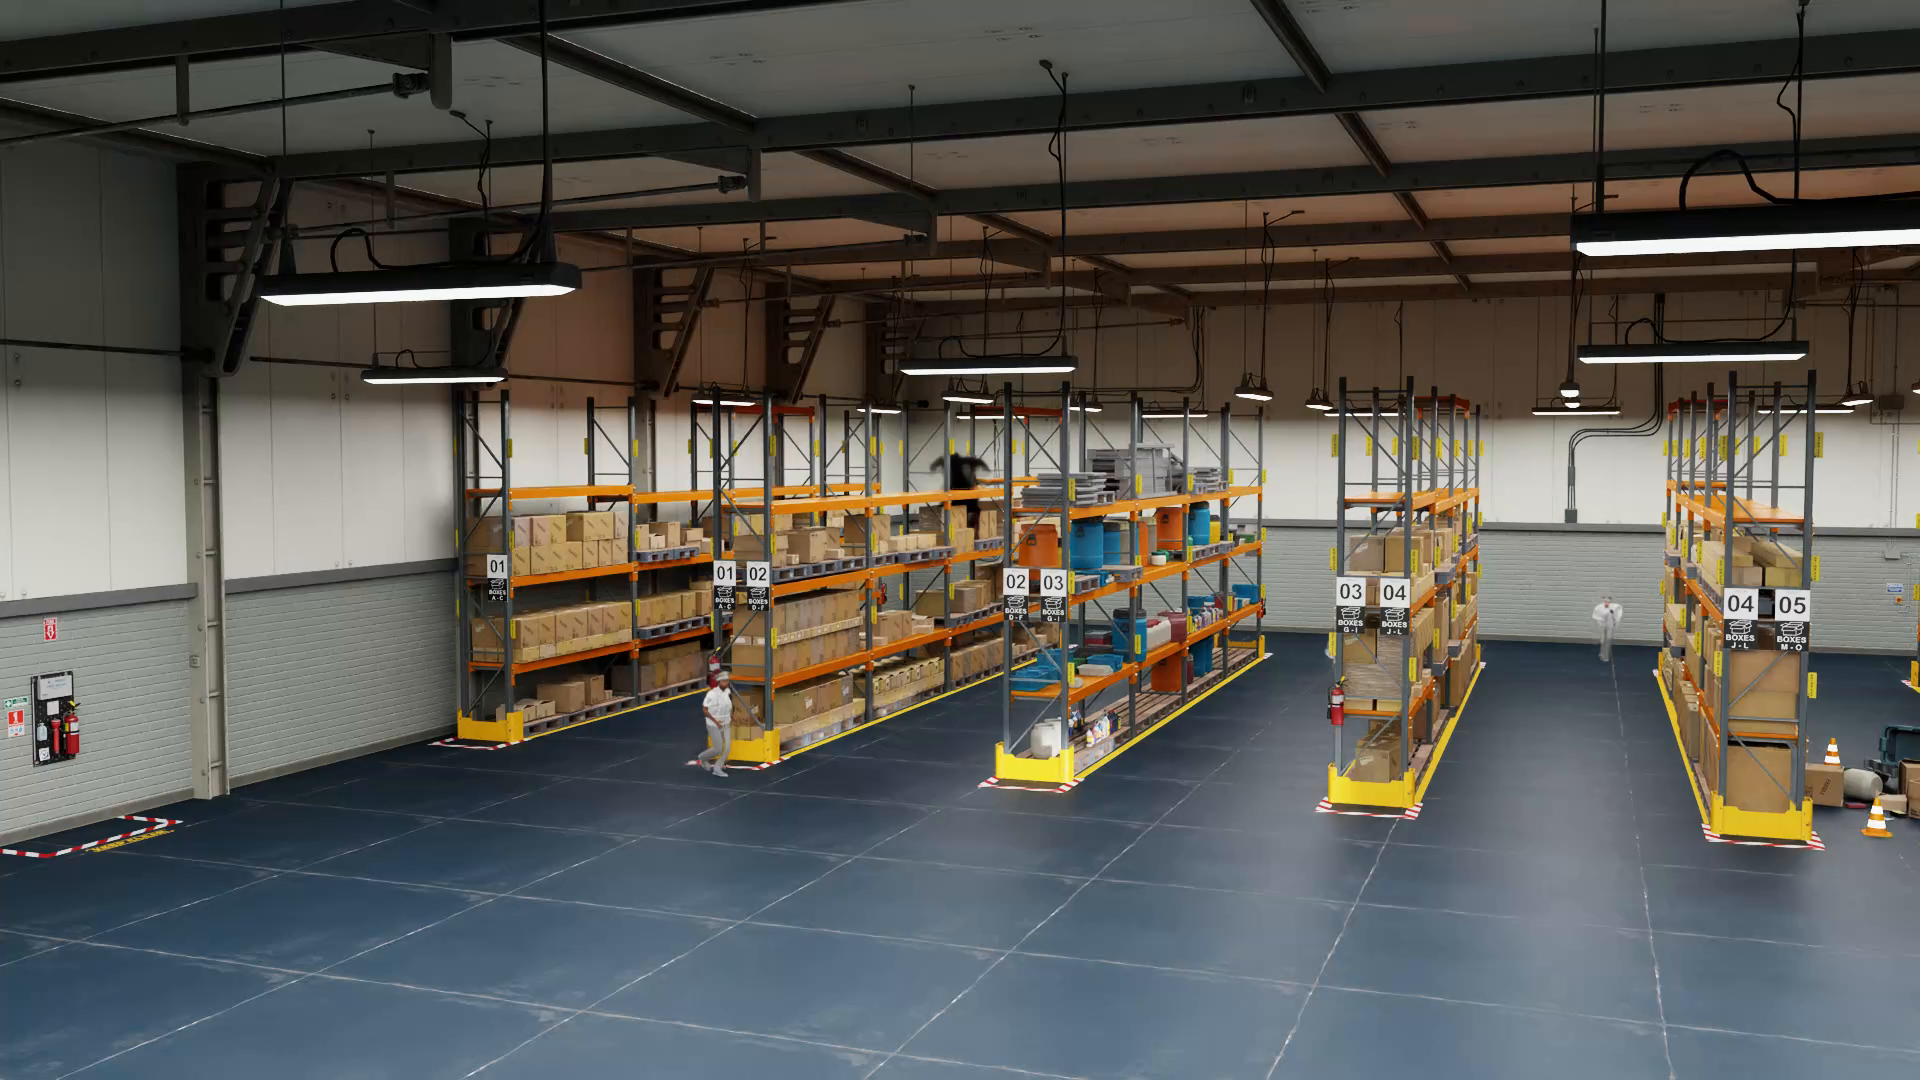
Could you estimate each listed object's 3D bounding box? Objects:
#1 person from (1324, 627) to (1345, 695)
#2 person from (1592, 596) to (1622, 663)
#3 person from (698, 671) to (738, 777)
[{"bbox_3d":[7.431,2.464,32.298,0.663,1.621,0.946,1,3,18],"label":"person"},{"bbox_3d":[15.225,2.089,39.156,0.662,1.611,0.947,1,3,18],"label":"person"},{"bbox_3d":[-3.730,2.800,25.405,0.600,1.627,0.574,3,4,40],"label":"person"}]
